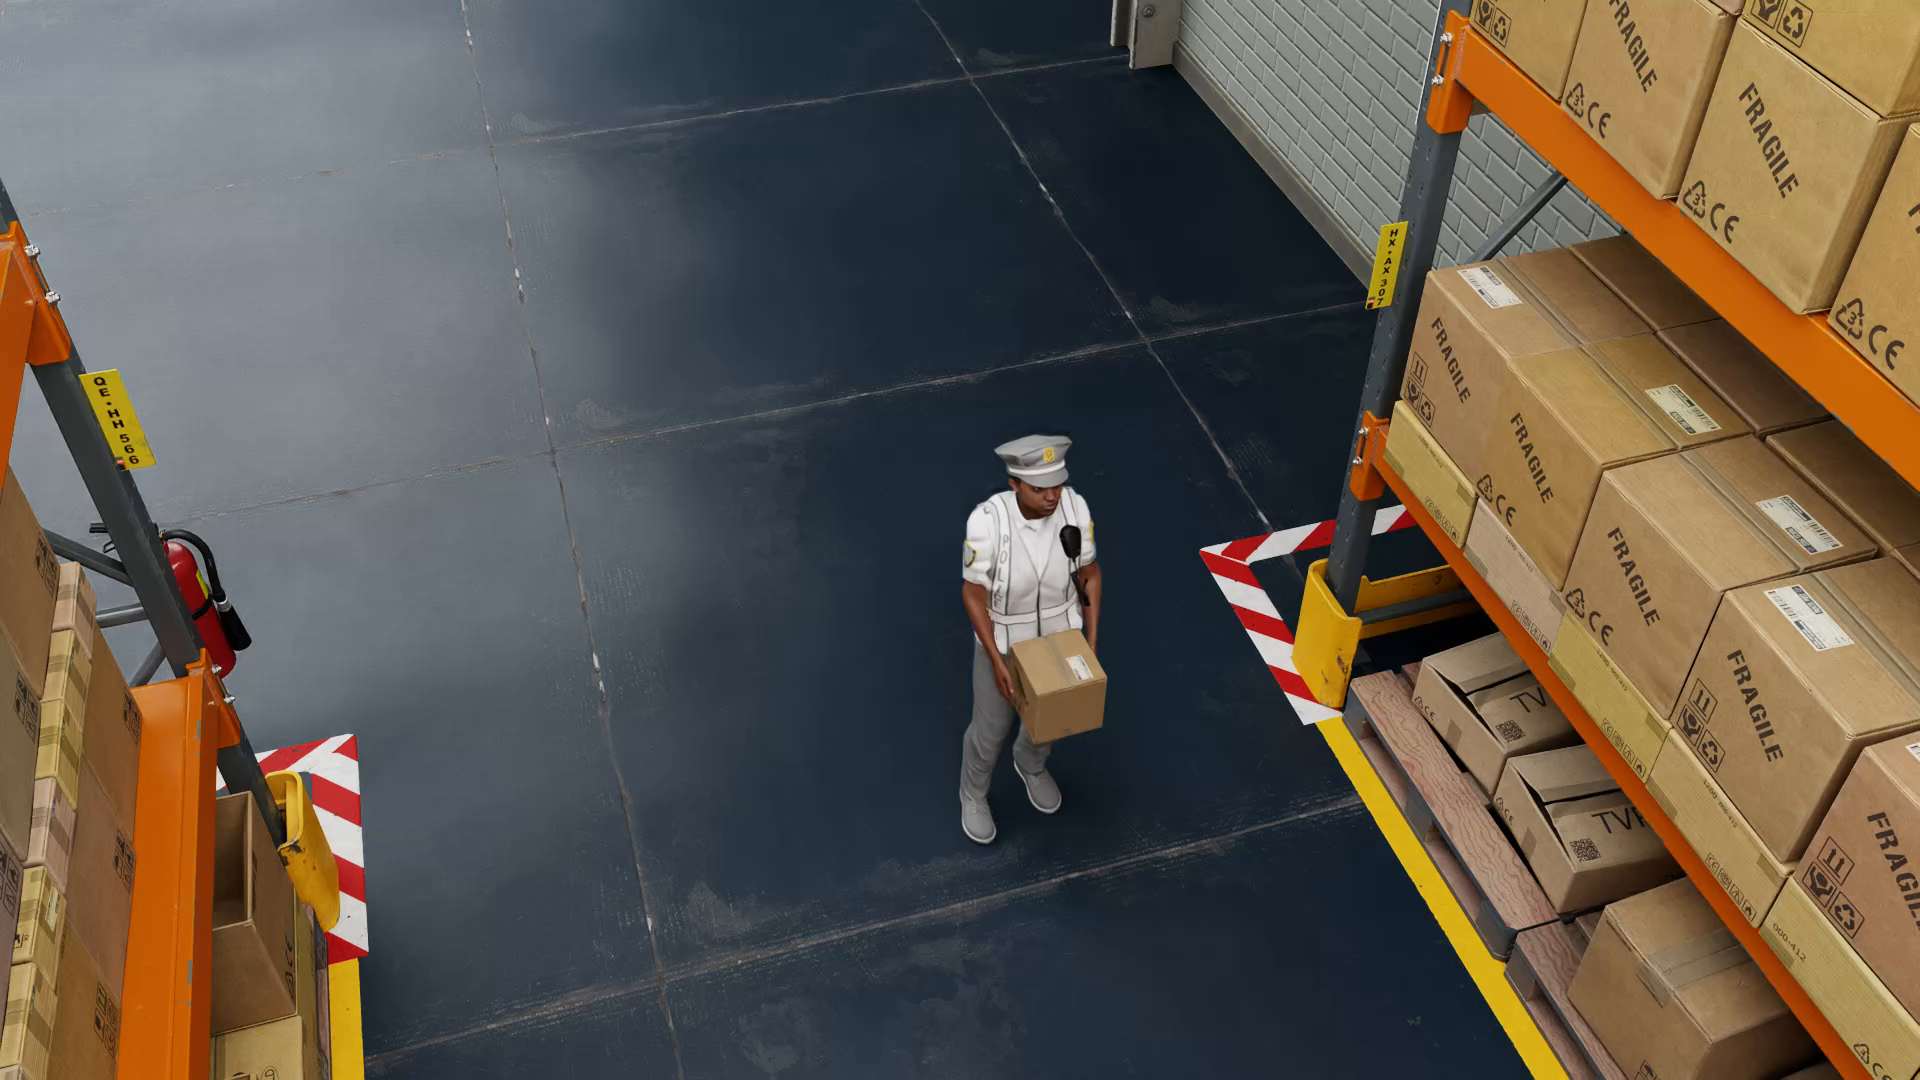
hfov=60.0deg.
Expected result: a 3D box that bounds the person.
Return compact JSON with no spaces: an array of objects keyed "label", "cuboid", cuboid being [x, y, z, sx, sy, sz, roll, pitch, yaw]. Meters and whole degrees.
[{"label":"person","cuboid":[0.240,0.346,5.760,0.535,1.698,0.435,-12,44,-13]}]
